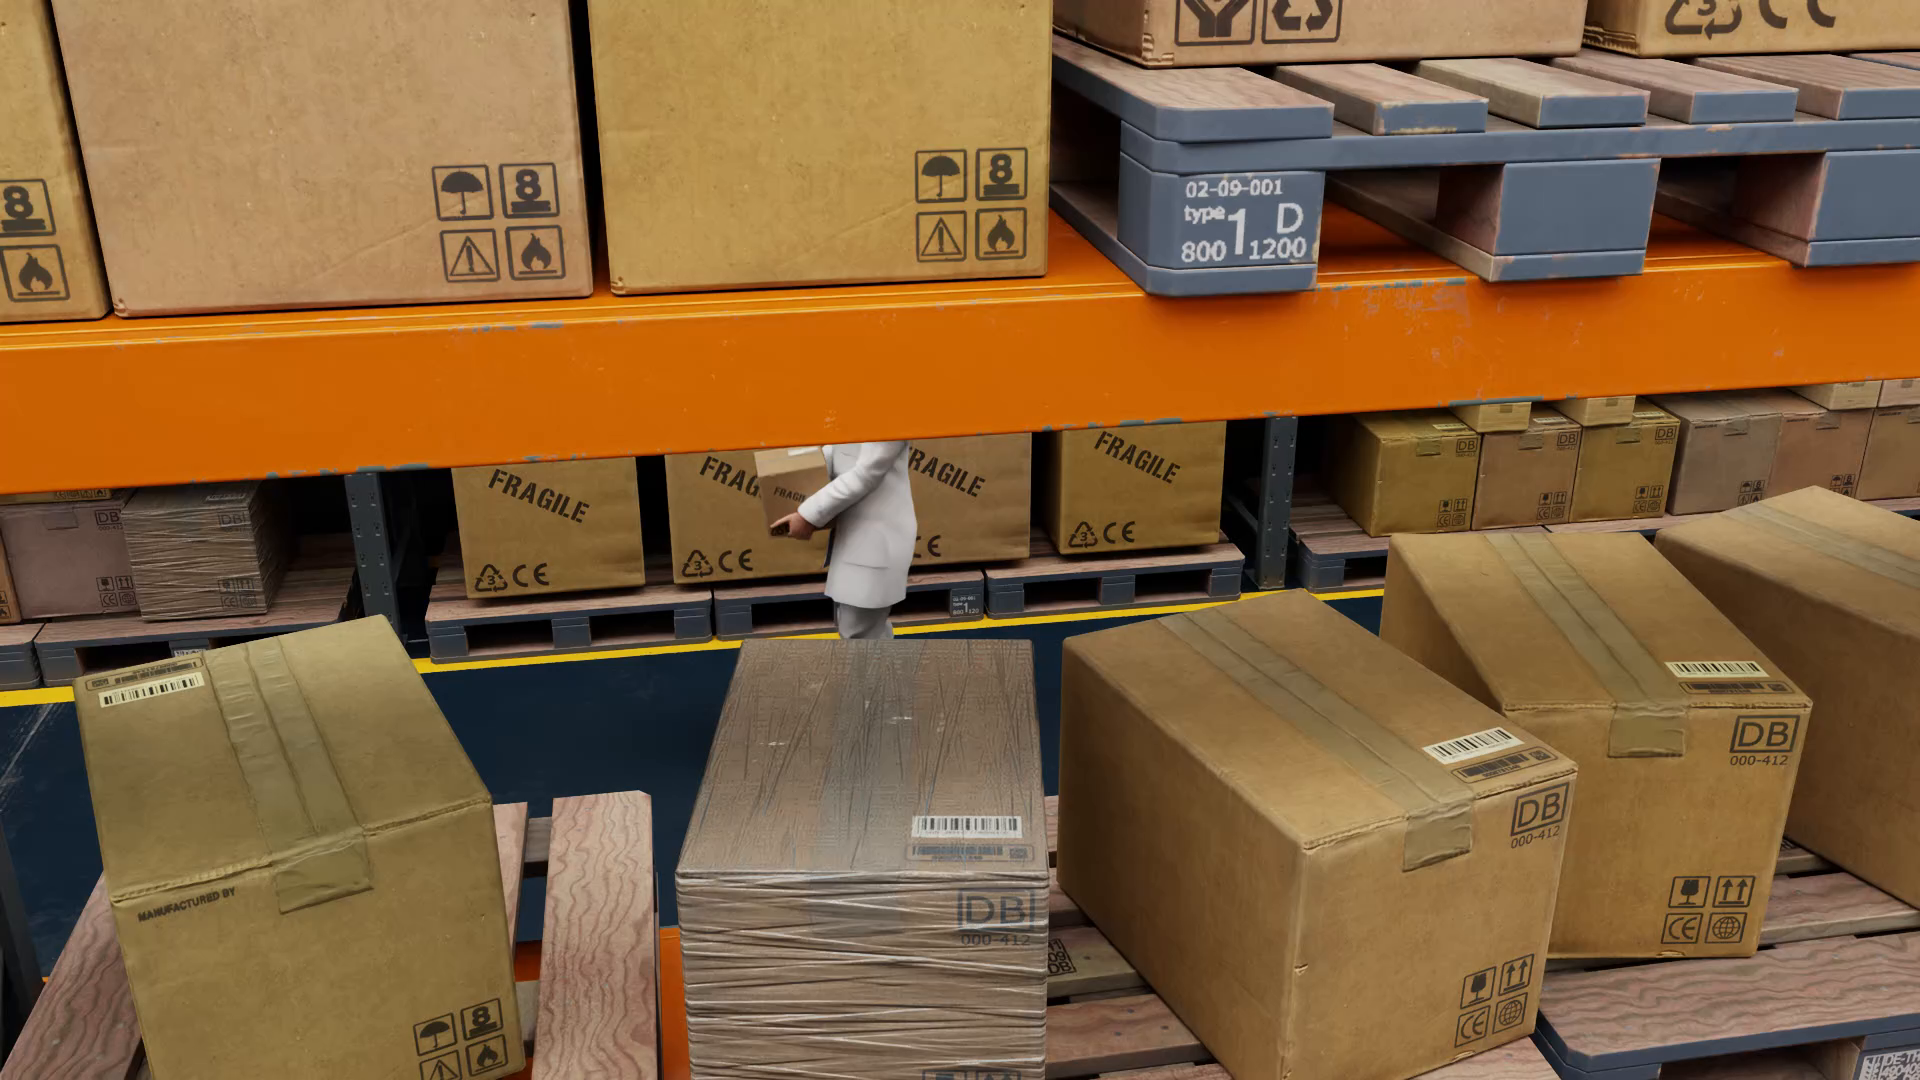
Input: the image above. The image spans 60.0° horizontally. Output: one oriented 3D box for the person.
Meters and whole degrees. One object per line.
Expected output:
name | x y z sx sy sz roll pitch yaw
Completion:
person | -0.425 0.073 6.222 0.563 1.560 0.528 -4 23 -9
